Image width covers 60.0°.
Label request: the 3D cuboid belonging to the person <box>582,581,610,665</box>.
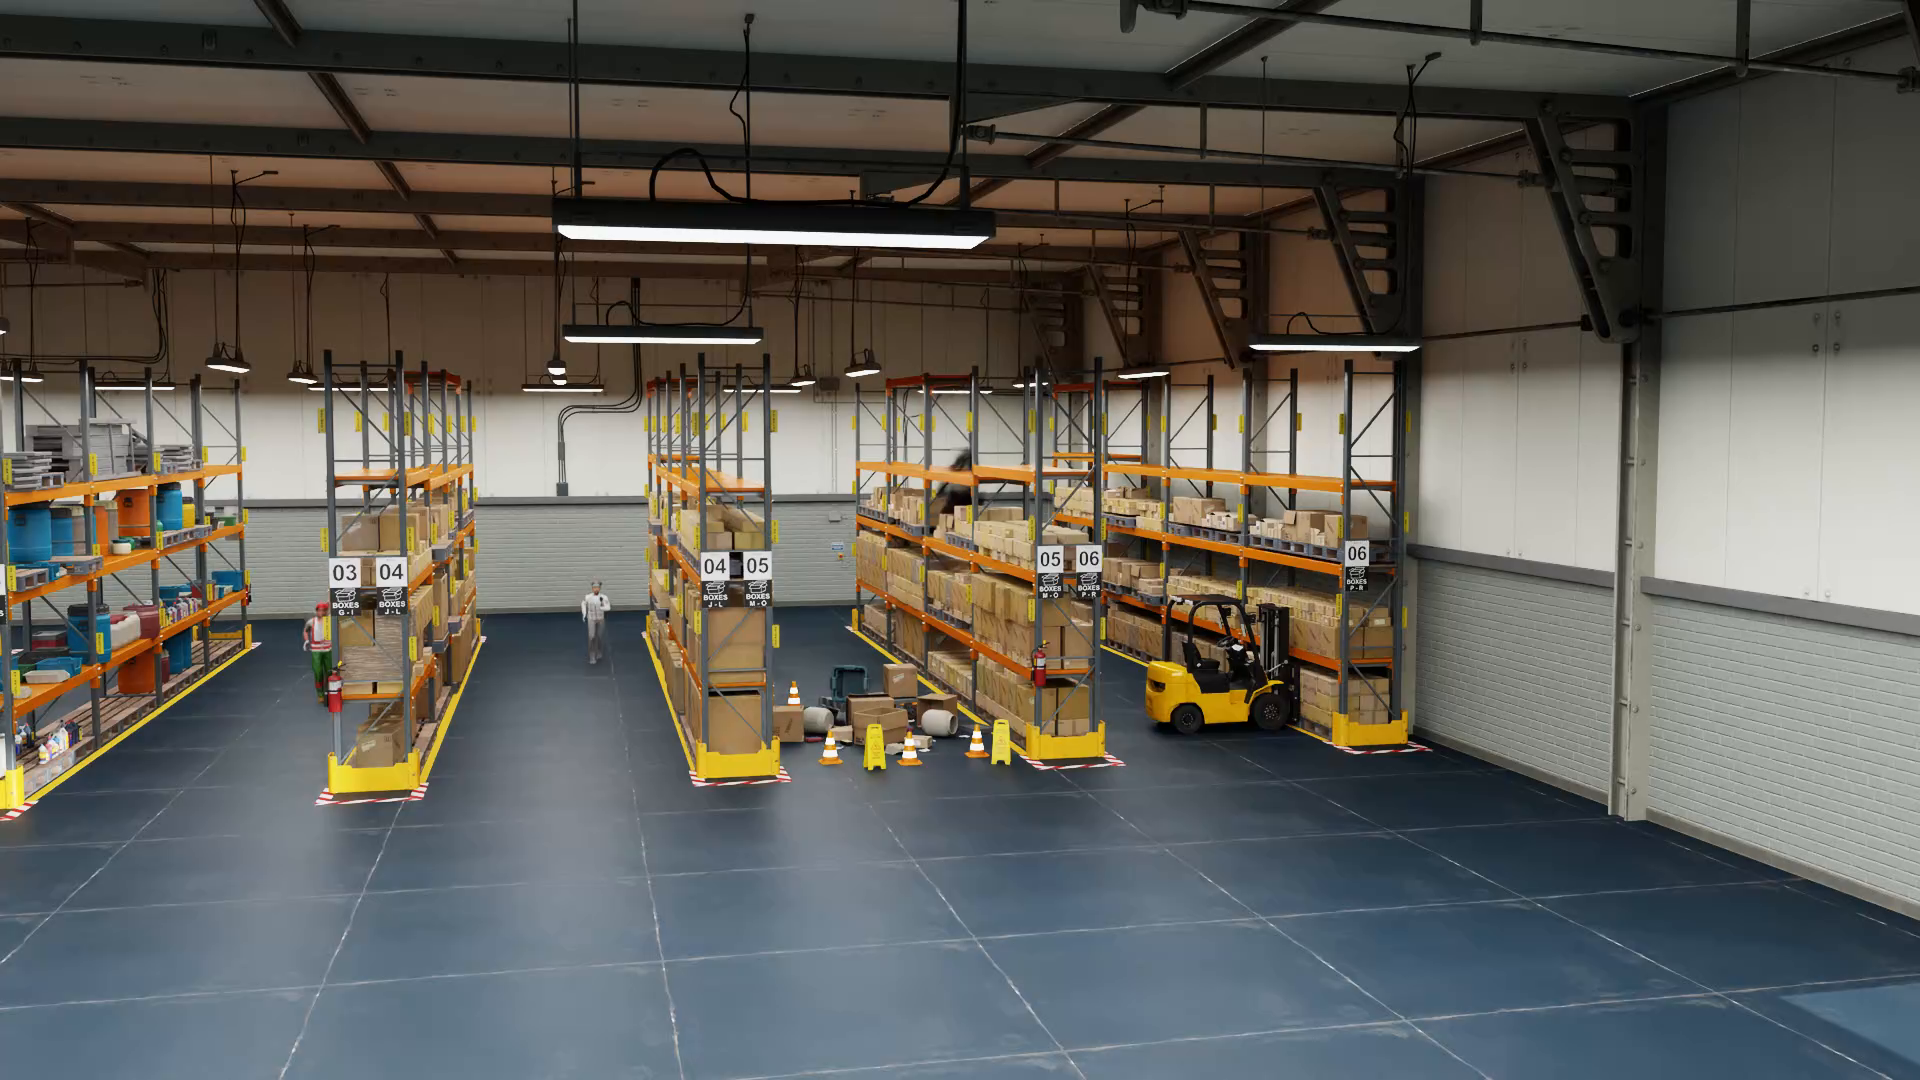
[{"bbox_3d":[-7.645,1.727,34.959,0.583,1.748,0.740,-1,4,-14],"label":"person"}]

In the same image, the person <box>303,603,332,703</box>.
[{"bbox_3d":[-11.490,2.010,29.971,0.657,1.777,0.872,-1,4,-19],"label":"person"}]
